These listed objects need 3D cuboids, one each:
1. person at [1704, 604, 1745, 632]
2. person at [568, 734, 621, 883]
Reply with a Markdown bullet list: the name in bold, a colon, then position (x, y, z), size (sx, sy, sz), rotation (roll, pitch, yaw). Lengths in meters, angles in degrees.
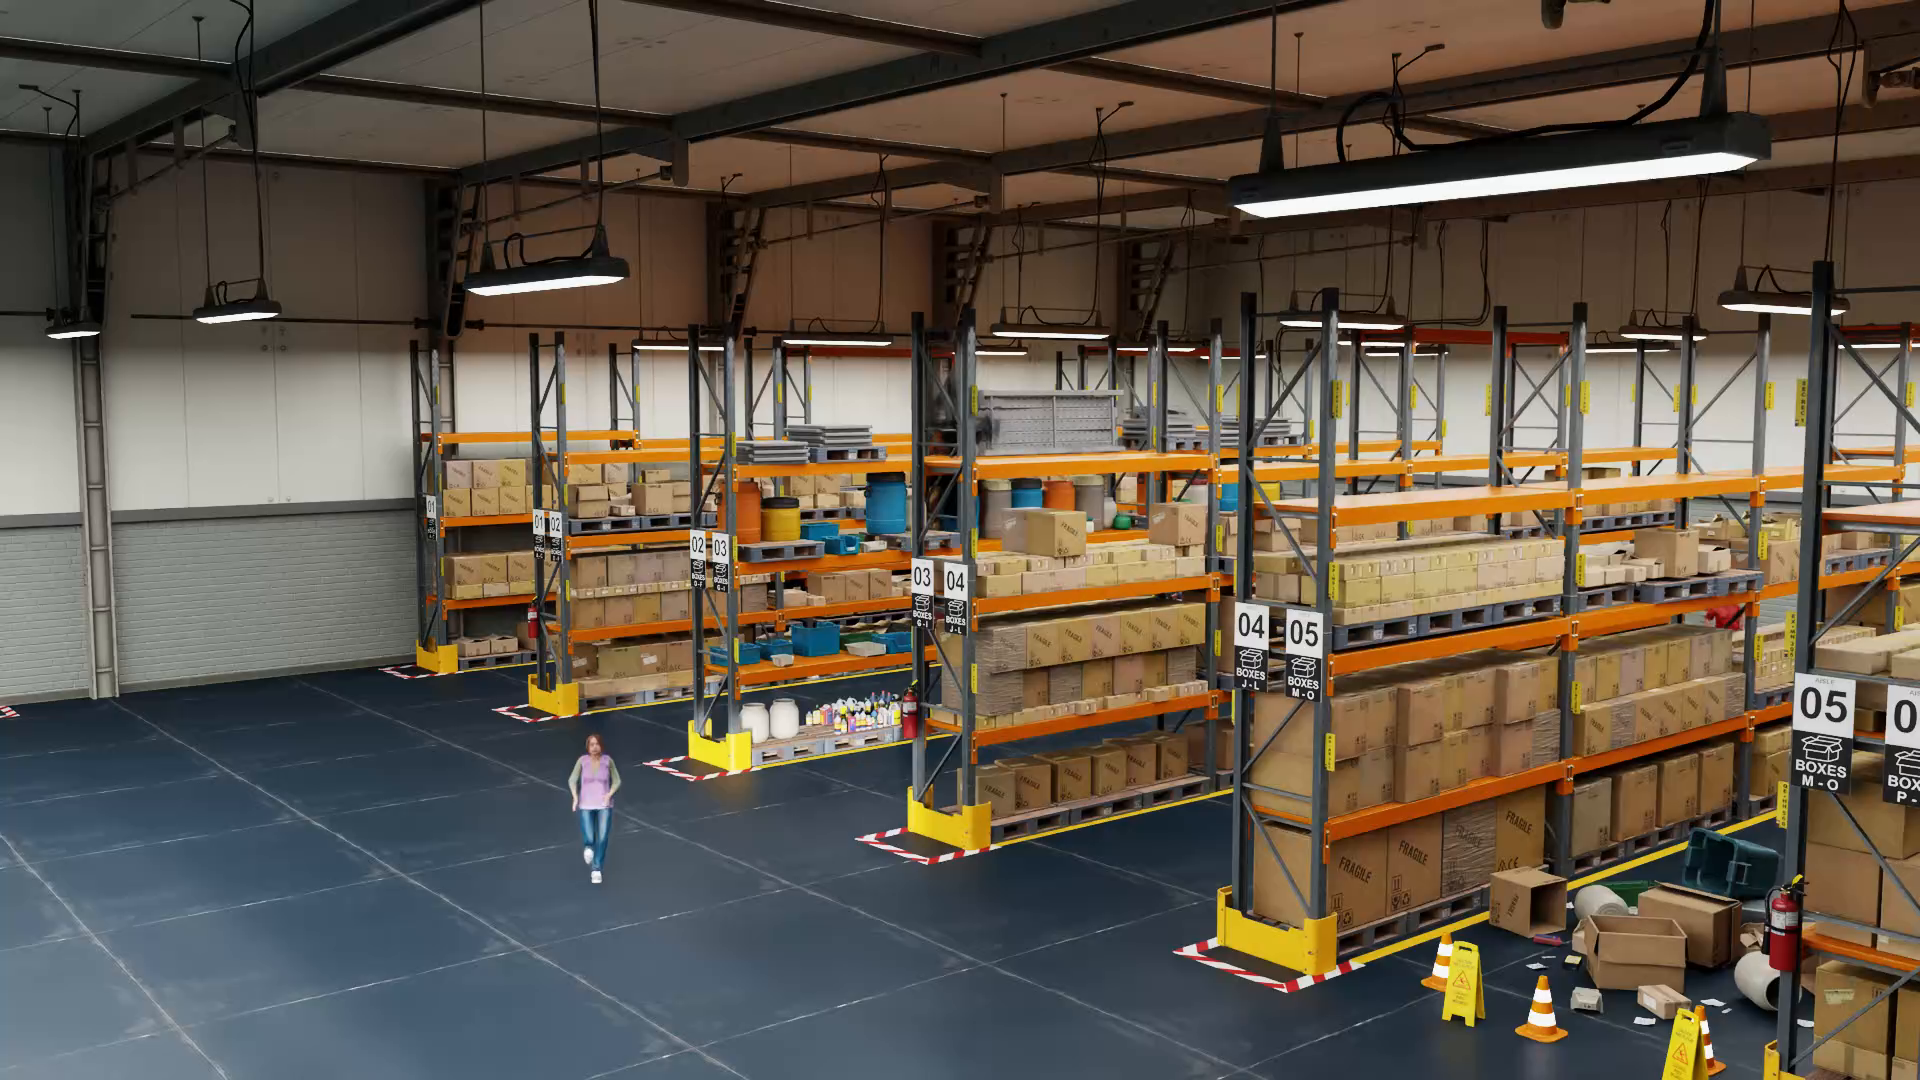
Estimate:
- **person**: position (13.259, 1.679, 28.754), size (0.711, 1.660, 0.728), rotation (0, 5, 0)
- **person**: position (-3.808, 2.795, 17.372), size (0.536, 1.551, 0.545), rotation (-1, 5, -14)
